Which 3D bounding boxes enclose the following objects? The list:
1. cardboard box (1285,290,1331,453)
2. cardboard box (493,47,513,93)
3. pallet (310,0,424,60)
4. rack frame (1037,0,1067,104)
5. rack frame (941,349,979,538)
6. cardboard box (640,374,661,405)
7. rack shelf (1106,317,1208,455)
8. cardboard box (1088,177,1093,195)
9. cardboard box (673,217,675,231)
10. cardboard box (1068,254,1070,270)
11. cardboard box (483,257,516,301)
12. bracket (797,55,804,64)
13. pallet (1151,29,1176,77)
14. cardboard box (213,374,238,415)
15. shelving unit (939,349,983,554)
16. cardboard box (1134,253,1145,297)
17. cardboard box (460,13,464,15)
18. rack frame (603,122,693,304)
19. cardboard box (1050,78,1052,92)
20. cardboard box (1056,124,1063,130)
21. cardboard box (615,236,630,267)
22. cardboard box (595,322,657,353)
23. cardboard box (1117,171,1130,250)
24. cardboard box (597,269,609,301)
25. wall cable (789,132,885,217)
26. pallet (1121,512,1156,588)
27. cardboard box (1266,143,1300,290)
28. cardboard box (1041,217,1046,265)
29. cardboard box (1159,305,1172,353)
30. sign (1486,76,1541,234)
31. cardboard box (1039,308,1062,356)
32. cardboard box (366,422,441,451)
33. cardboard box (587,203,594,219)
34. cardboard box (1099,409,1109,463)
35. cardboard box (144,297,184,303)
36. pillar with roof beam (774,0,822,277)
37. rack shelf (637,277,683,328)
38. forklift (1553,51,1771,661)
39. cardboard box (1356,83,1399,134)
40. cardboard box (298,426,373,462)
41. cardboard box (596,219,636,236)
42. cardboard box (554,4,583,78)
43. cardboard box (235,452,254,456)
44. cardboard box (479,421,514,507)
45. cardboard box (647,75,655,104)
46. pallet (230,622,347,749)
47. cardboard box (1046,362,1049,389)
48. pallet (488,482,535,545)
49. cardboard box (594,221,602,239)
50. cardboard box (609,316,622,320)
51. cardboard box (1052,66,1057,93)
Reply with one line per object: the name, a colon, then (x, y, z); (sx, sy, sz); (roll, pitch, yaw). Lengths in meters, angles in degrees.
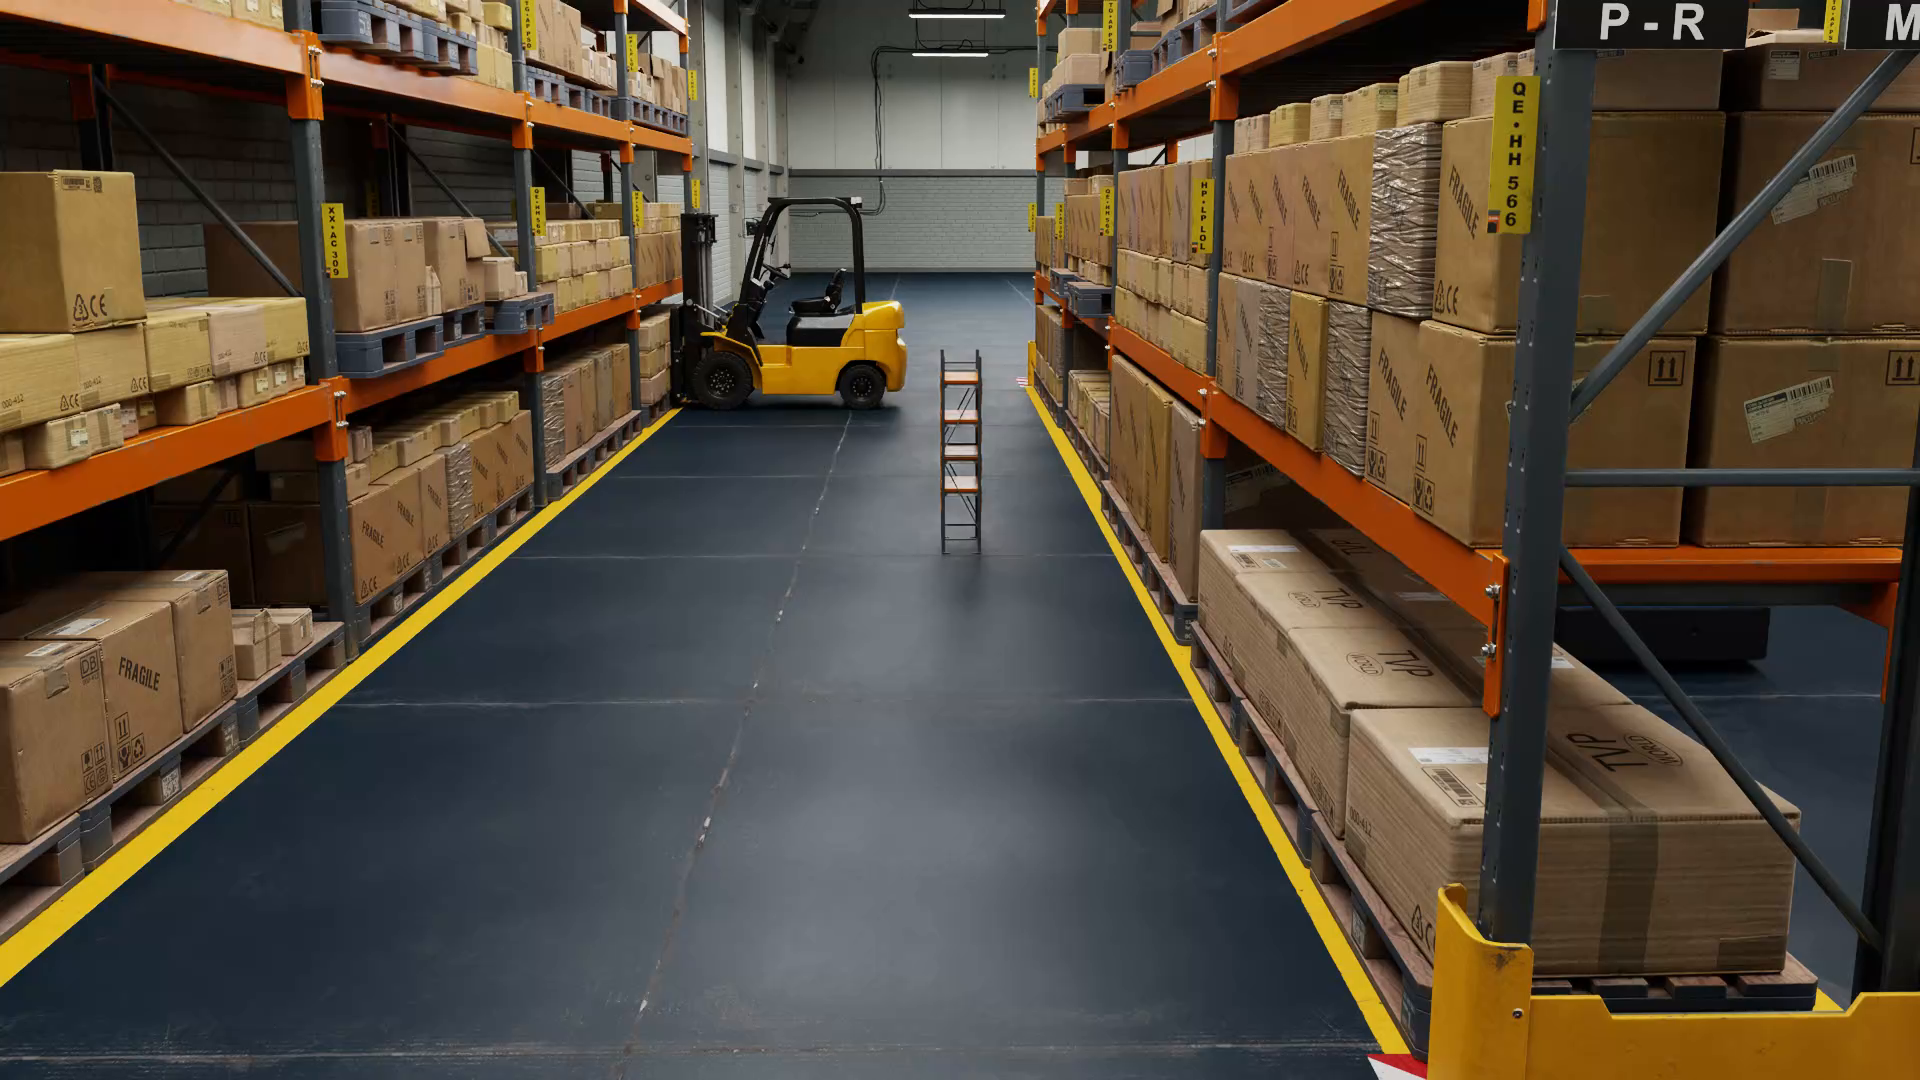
cardboard box: (1.402, -0.578, 5.612); (0.500, 0.500, 0.500); (0, 11, 1)
cardboard box: (-3.158, -2.994, 10.606); (0.500, 0.250, 0.500); (-1, 11, -3)
pallet: (-3.272, -2.411, 7.829); (1.213, 0.211, 1.003); (0, 11, -1)
rack frame: (1.386, -6.250, 18.734); (1.000, 3.000, 0.127); (0, 11, -1)
rack frame: (-0.002, -0.604, 10.517); (0.240, 1.200, 0.015); (0, 11, -1)
cardboard box: (-3.173, -1.450, 16.019); (0.500, 0.250, 0.500); (0, 11, -1)
rack shelf: (1.592, -0.970, 9.604); (1.077, 0.370, 4.000); (0, 11, -1)
cardboard box: (1.250, -2.923, 13.735); (0.380, 0.149, 0.250); (0, 11, 2)
cardboard box: (-3.264, -3.383, 17.809); (0.380, 0.149, 0.250); (-1, 11, -3)
cardboard box: (1.164, -2.486, 14.846); (0.380, 0.149, 0.250); (0, 11, 0)
cardboard box: (-3.066, -1.623, 10.334); (0.500, 0.250, 0.500); (-1, 11, -4)
bracket: (-4.786, -14.370, 49.702); (0.235, 0.232, 0.430); (0, 11, -1)
pallet: (1.644, -2.747, 9.487); (1.003, 0.211, 1.213); (0, 11, 1)
cardboard box: (-3.035, -0.563, 6.420); (0.380, 0.149, 0.250); (0, 11, 0)
shelving unit: (0.003, -0.555, 10.278); (0.258, 1.200, 0.503); (0, 11, -1)
cardboard box: (1.322, -1.588, 9.961); (0.500, 0.250, 0.500); (0, 11, -1)
cardboard box: (-3.190, -3.213, 9.935); (0.380, 0.149, 0.250); (0, 11, -2)
rack frame: (-3.577, -3.289, 19.226); (1.000, 3.000, 0.127); (0, 11, -1)
cardboard box: (1.116, -4.623, 16.882); (0.380, 0.149, 0.250); (0, 11, 0)
cardboard box: (1.150, -4.128, 16.450); (0.380, 0.149, 0.250); (0, 11, 0)
cardboard box: (-3.228, -2.569, 14.796); (0.500, 0.250, 0.500); (0, 11, -2)
cardboard box: (-3.190, -1.940, 15.920); (0.500, 0.250, 0.500); (0, 11, -2)
cardboard box: (1.317, -2.160, 10.894); (0.500, 0.500, 0.500); (-1, 11, -3)
cardboard box: (-3.227, -2.122, 13.854); (0.500, 0.250, 0.500); (0, 11, -1)
wall cable: (-3.822, -11.120, 50.546); (3.097, 2.526, 0.112); (0, 11, -1)
pallet: (1.514, 0.046, 9.803); (1.003, 0.211, 1.213); (0, 11, -1)
cardboard box: (1.405, -1.166, 5.994); (0.500, 0.500, 0.500); (0, 11, 0)
cardboard box: (1.144, -3.205, 17.815); (0.500, 0.500, 0.500); (0, 11, -2)
cardboard box: (1.372, -1.141, 9.016); (0.500, 0.250, 0.500); (-1, 11, -3)
sign: (1.174, -0.814, 3.517); (0.100, 0.325, 0.005); (0, 11, -1)
cardboard box: (1.142, -2.266, 18.156); (0.500, 0.500, 0.500); (-1, 11, -3)
cardboard box: (-3.194, -0.587, 9.510); (0.380, 0.149, 0.250); (0, 11, -1)
cardboard box: (-3.317, -3.123, 15.776); (0.380, 0.149, 0.250); (0, 11, 0)
cardboard box: (1.549, -0.750, 12.265); (0.950, 0.372, 0.625); (-1, 12, -5)
cardboard box: (-3.588, -0.876, 6.963); (0.500, 0.250, 0.500); (0, 11, -2)
pillar with roof beam: (-0.779, -12.068, 47.411); (9.100, 9.000, 0.548); (0, 11, -1)
rack shelf: (-3.535, -2.539, 17.338); (1.077, 0.370, 4.000); (0, 11, -1)
forklift: (3.126, -1.122, 8.715); (1.130, 2.935, 3.031); (0, 11, -1)
cardboard box: (1.428, -1.310, 5.076); (0.380, 0.149, 0.250); (0, 11, 0)
cardboard box: (-3.123, -0.472, 8.192); (0.380, 0.149, 0.250); (-1, 11, -4)
cardboard box: (-3.238, -2.925, 15.550); (0.380, 0.149, 0.250); (0, 11, -2)
cardboard box: (-3.204, -3.820, 12.740); (0.500, 0.500, 0.500); (0, 11, 0)
cardboard box: (-3.649, -0.375, 8.461); (0.380, 0.149, 0.250); (0, 11, -1)
cardboard box: (-3.188, -0.497, 10.694); (0.500, 0.500, 0.500); (0, 11, -2)
cardboard box: (-3.221, -4.449, 16.431); (0.396, 0.266, 0.258); (-1, 11, -2)
pallet: (-3.315, 0.600, 7.073); (1.003, 0.211, 1.213); (0, 11, -1)
cardboard box: (1.161, -1.697, 17.237); (0.500, 0.250, 0.500); (0, 11, 0)
pallet: (-3.434, -0.183, 10.933); (1.003, 0.211, 1.213); (0, 11, -1)
cardboard box: (-3.208, -2.590, 13.896); (0.380, 0.149, 0.250); (-1, 11, -3)
cardboard box: (-3.720, -2.140, 16.910); (0.500, 0.250, 0.500); (0, 11, -1)
cardboard box: (1.080, -3.999, 14.505); (0.500, 0.250, 0.500); (-1, 11, -3)
